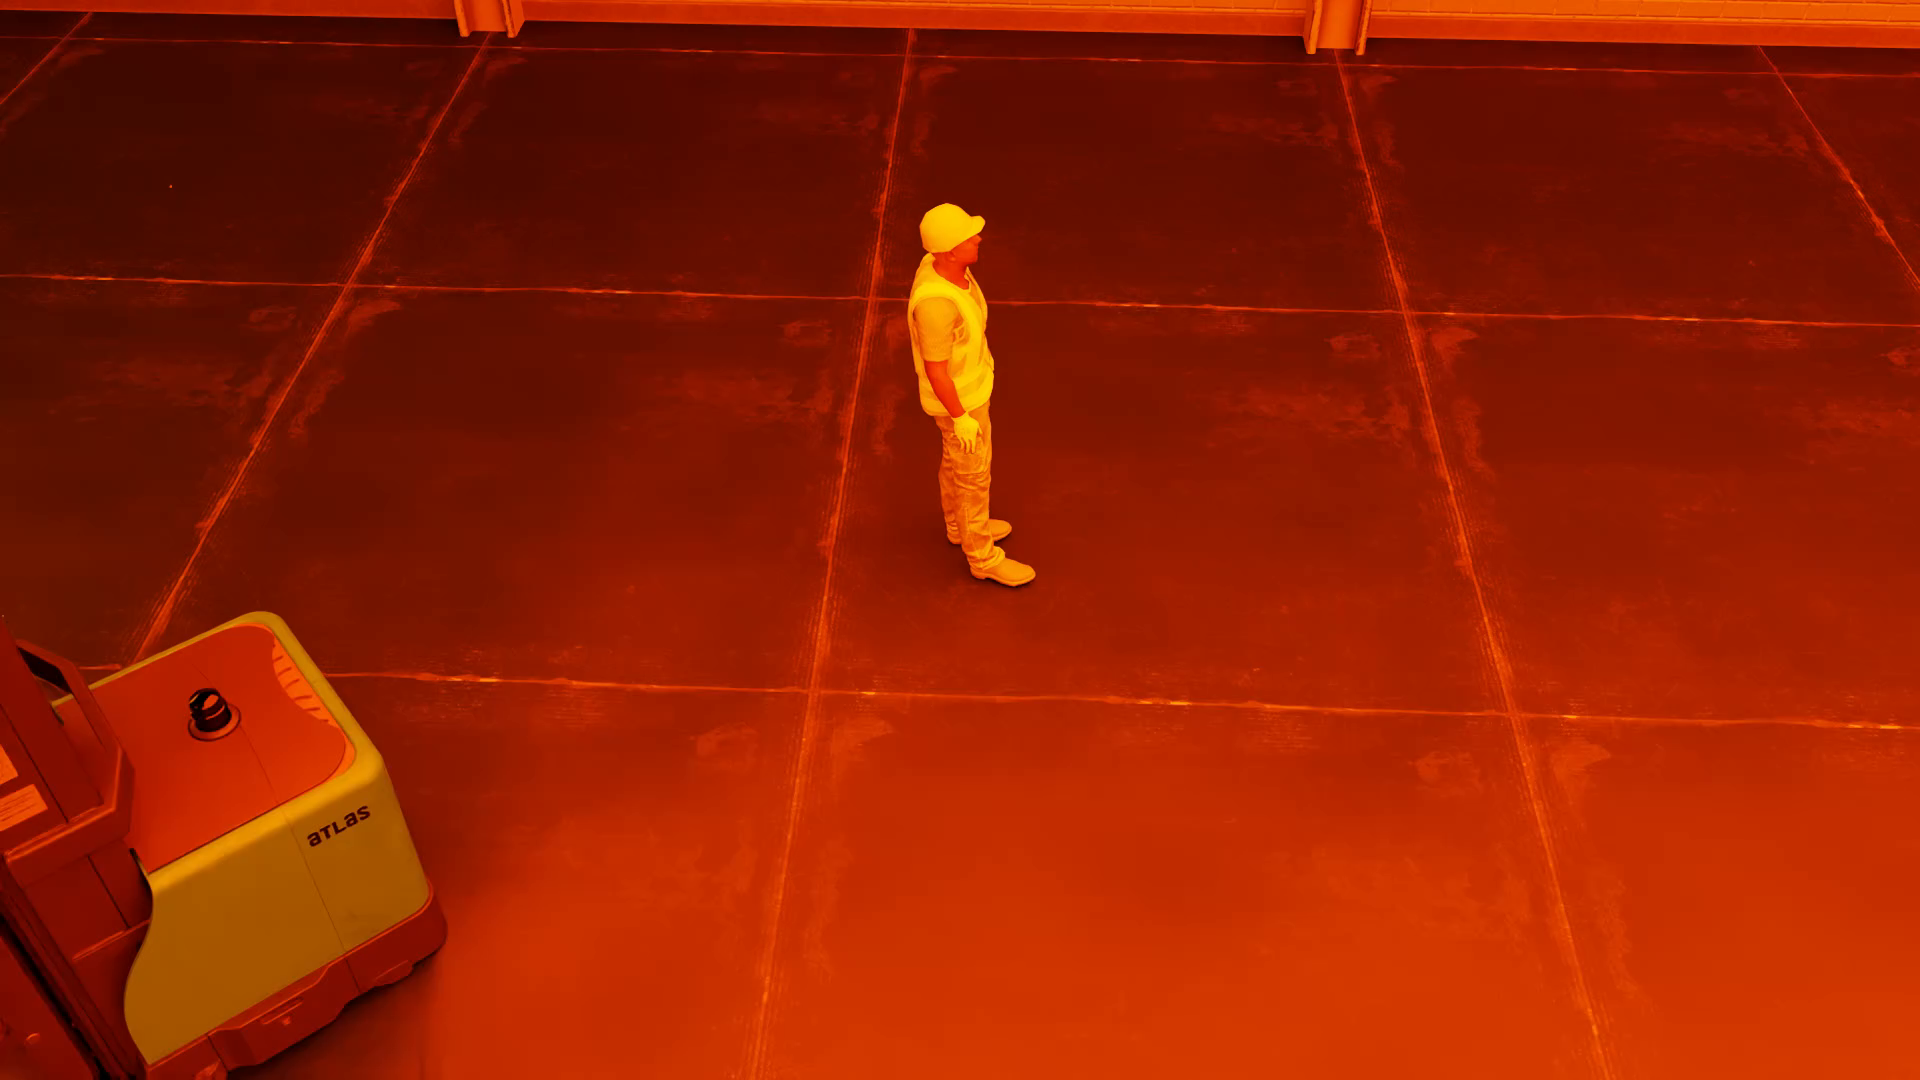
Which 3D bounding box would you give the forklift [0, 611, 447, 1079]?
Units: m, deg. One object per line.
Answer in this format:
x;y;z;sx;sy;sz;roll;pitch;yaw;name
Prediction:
-3.376;0.824;4.839;3.031;2.935;1.130;-29;50;-28;forklift

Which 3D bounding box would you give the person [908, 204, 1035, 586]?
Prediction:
0.072;-0.656;7.302;0.575;1.785;0.657;2;42;2;person
